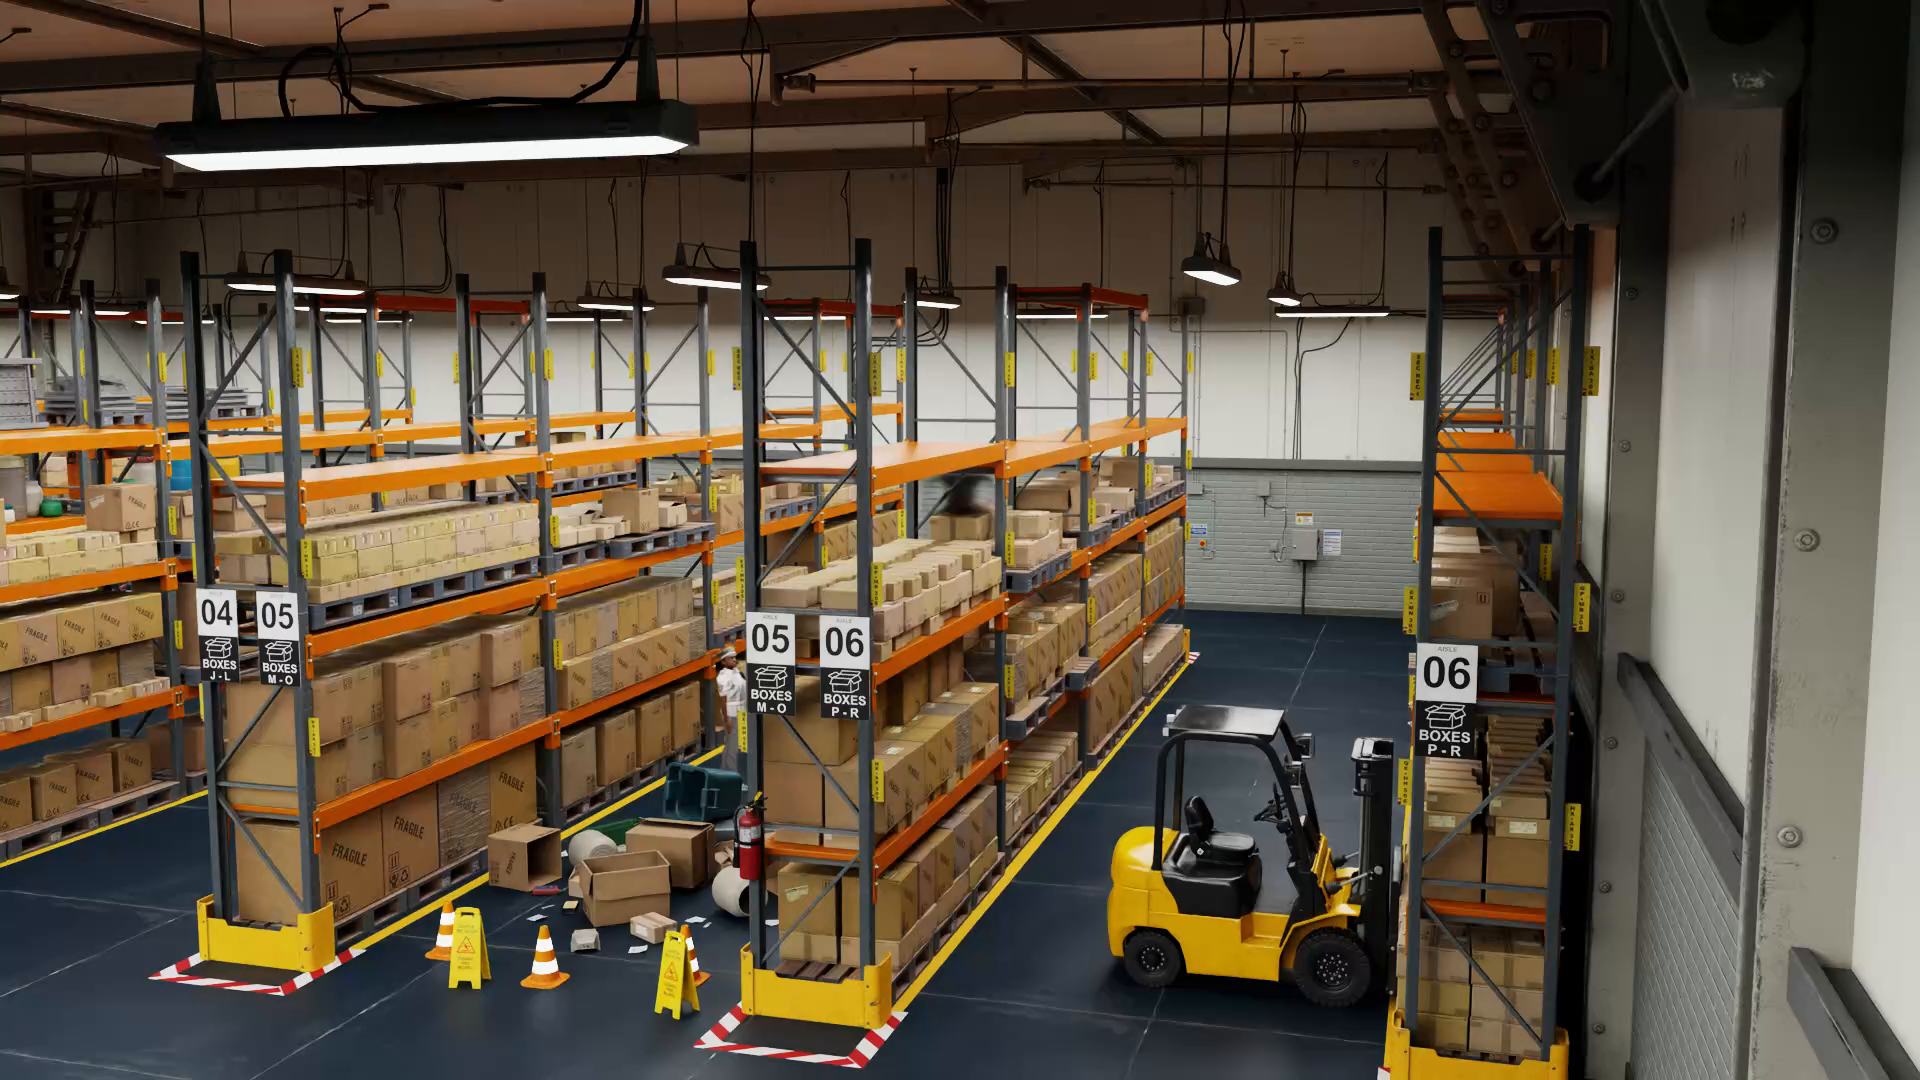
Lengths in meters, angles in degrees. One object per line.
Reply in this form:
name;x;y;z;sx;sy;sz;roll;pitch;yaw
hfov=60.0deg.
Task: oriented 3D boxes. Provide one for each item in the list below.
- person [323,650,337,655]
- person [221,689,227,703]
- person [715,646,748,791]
person;-7.314;2.142;19.573;0.595;1.747;0.448;-4;8;-33
person;-10.554;1.718;23.618;0.411;1.626;0.978;1;7;11
person;-2.713;2.110;19.887;0.427;1.704;0.477;0;6;3
